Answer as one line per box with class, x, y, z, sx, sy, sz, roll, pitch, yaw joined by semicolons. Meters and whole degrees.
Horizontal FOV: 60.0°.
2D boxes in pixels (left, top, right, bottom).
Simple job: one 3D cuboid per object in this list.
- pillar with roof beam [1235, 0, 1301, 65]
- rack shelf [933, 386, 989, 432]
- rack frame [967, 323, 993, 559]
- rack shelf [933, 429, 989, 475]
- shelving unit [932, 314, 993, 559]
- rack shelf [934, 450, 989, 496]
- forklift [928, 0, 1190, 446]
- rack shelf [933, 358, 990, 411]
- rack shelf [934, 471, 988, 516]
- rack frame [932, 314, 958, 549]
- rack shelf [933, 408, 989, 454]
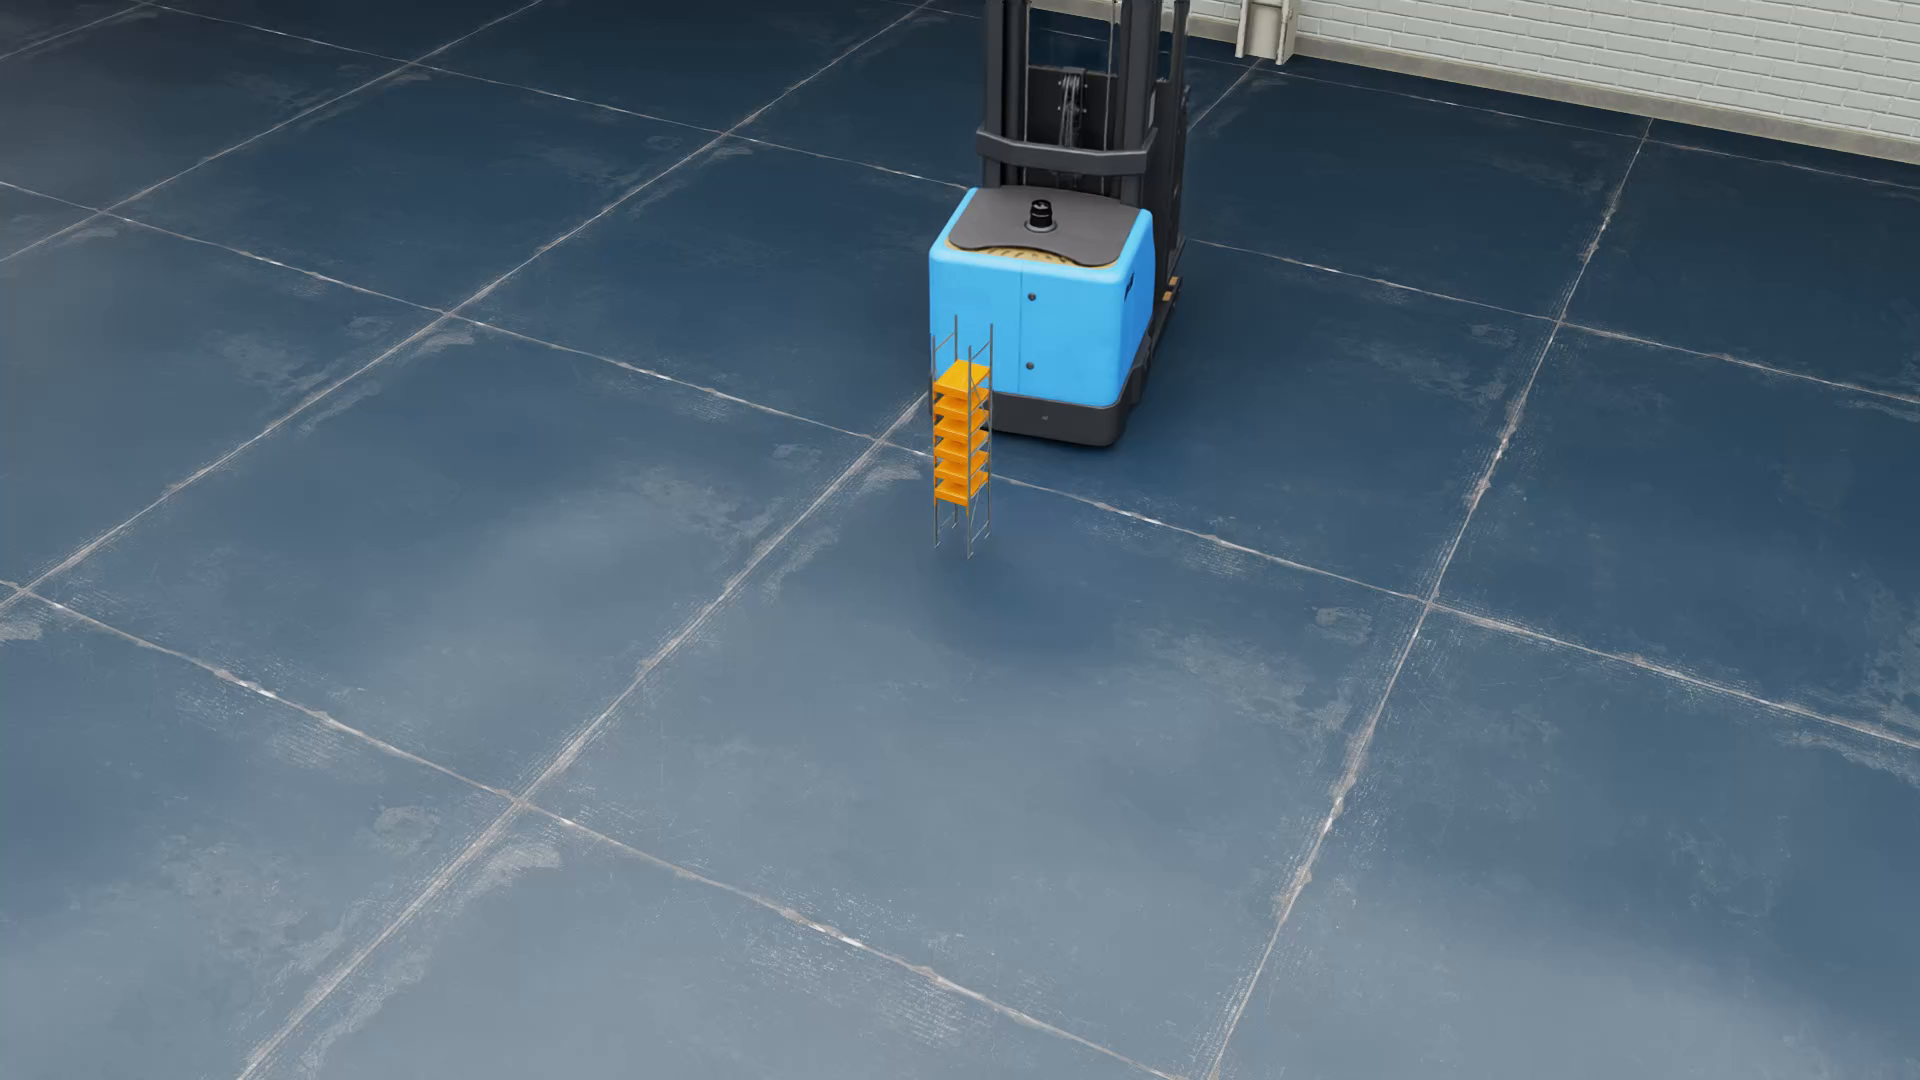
pillar with roof beam;0.483;-5.199;7.676;0.400;9.000;9.100;17;41;21
rack shelf;0.013;-0.630;7.783;0.180;0.103;0.258;17;41;21
rack frame;0.094;-0.448;7.868;0.006;1.200;0.240;17;41;21
rack shelf;0.013;-0.438;7.929;0.180;0.103;0.258;17;41;21
shelving unit;0.013;-0.474;7.902;0.189;1.200;0.258;17;41;21
rack shelf;0.013;-0.343;8.001;0.180;0.103;0.258;17;41;21
forklift;0.729;-2.559;9.216;1.130;2.935;3.031;10;38;13
rack shelf;0.013;-0.725;7.711;0.180;0.103;0.258;17;41;21
rack shelf;0.013;-0.247;8.074;0.180;0.103;0.258;17;41;21
rack frame;-0.068;-0.499;7.935;0.006;1.200;0.240;17;41;21
rack shelf;0.013;-0.534;7.856;0.180;0.103;0.258;17;41;21
